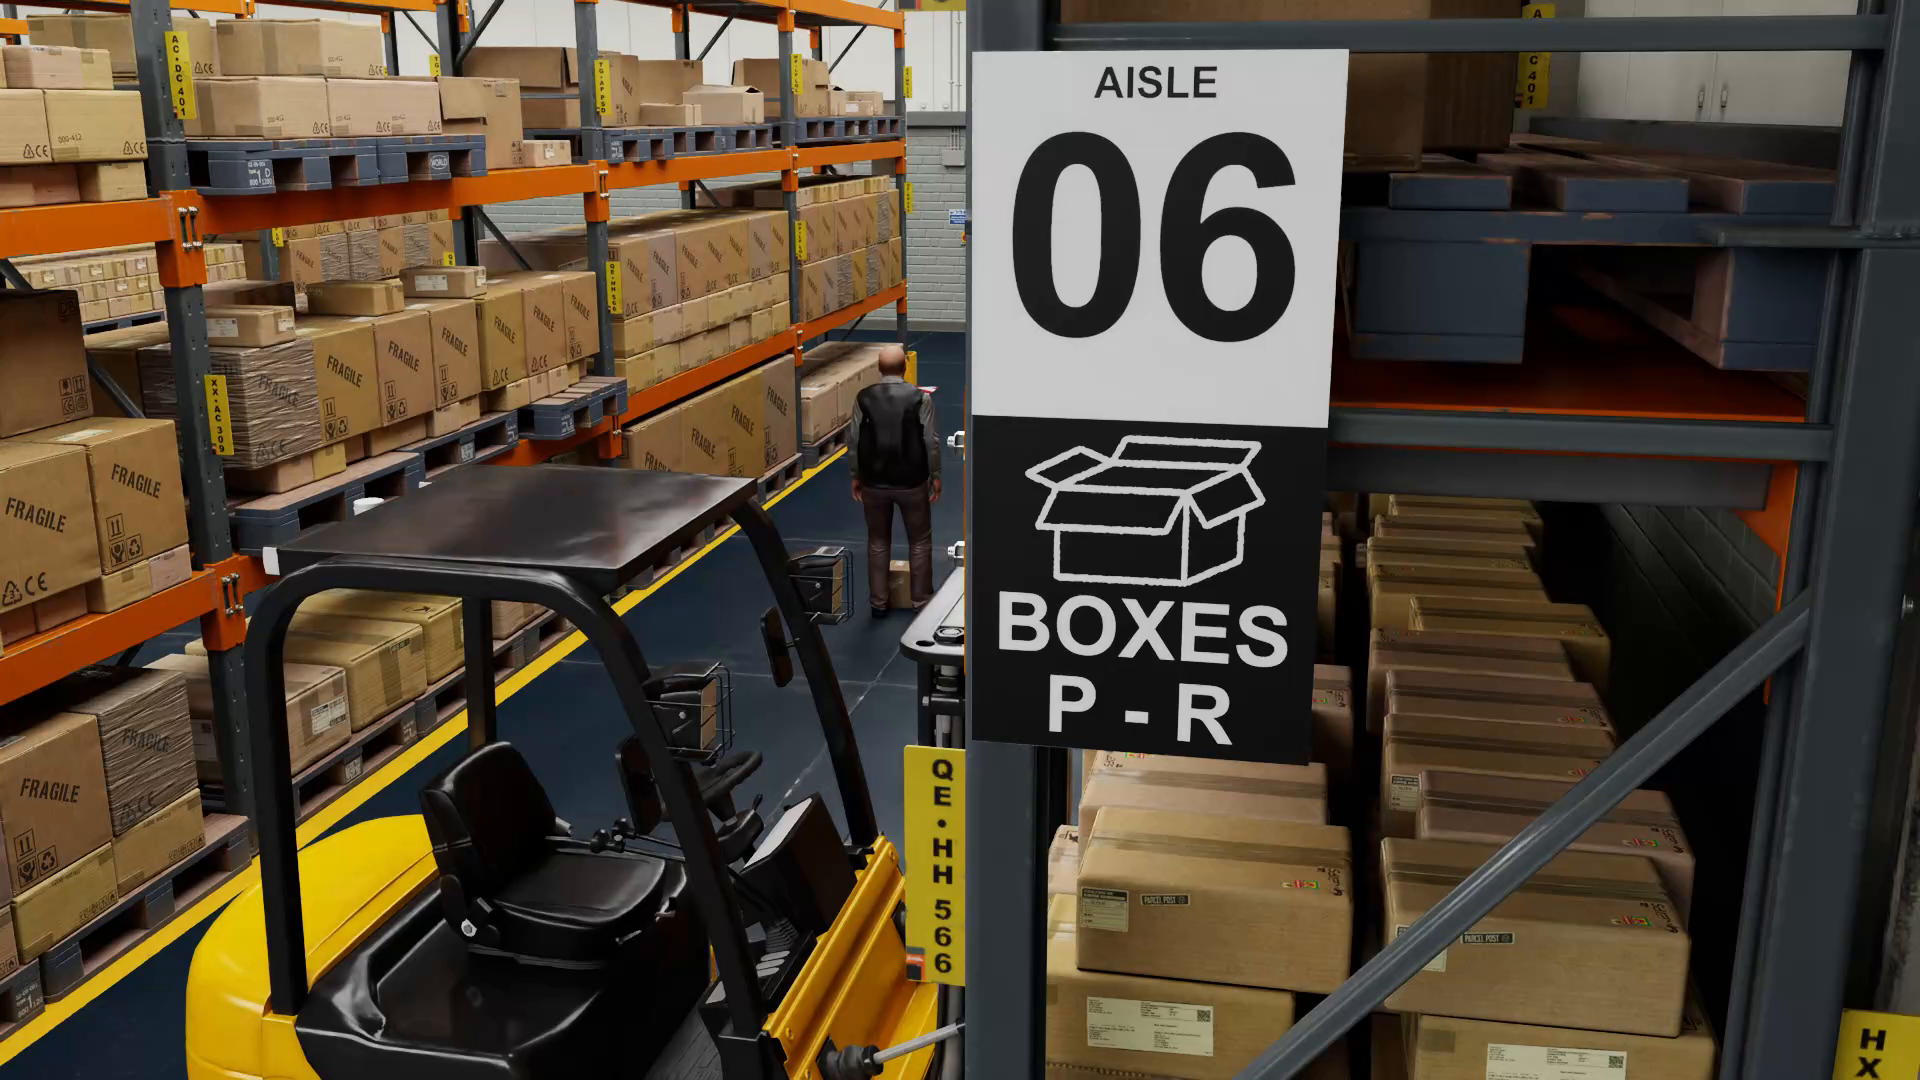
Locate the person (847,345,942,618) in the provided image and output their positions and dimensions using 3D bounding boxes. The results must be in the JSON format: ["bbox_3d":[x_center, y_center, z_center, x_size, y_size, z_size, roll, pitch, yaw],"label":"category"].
[{"bbox_3d":[-0.407,-0.353,10.420,0.594,1.721,0.422,2,15,8],"label":"person"}]
